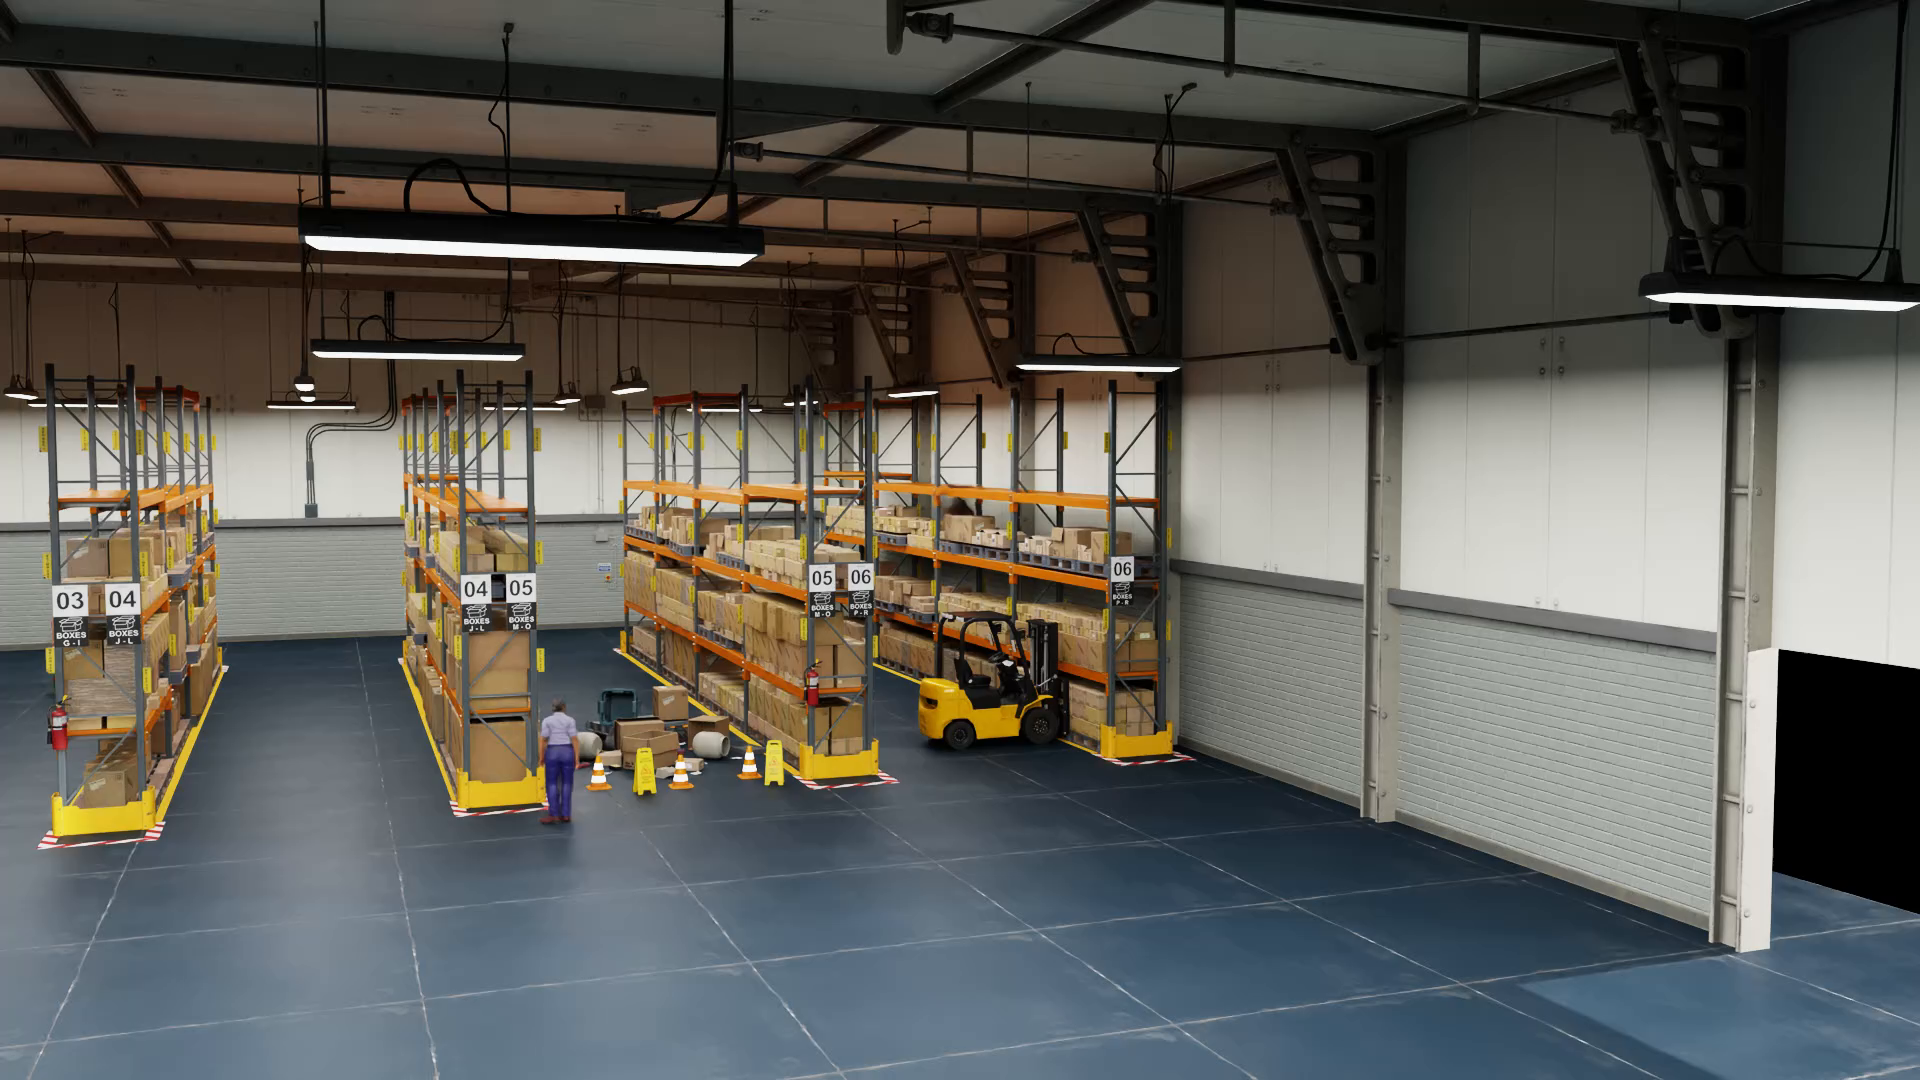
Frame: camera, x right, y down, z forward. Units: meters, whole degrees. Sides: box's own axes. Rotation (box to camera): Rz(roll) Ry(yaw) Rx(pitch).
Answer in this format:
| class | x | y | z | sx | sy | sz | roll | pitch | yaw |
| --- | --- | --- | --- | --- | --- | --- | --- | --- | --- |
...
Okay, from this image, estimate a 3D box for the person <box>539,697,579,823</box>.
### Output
| class | x | y | z | sx | sy | sz | roll | pitch | yaw |
| --- | --- | --- | --- | --- | --- | --- | --- | --- | --- |
| person | -5.294 | 2.903 | 21.964 | 0.531 | 1.649 | 0.385 | -1 | 3 | -10 |
